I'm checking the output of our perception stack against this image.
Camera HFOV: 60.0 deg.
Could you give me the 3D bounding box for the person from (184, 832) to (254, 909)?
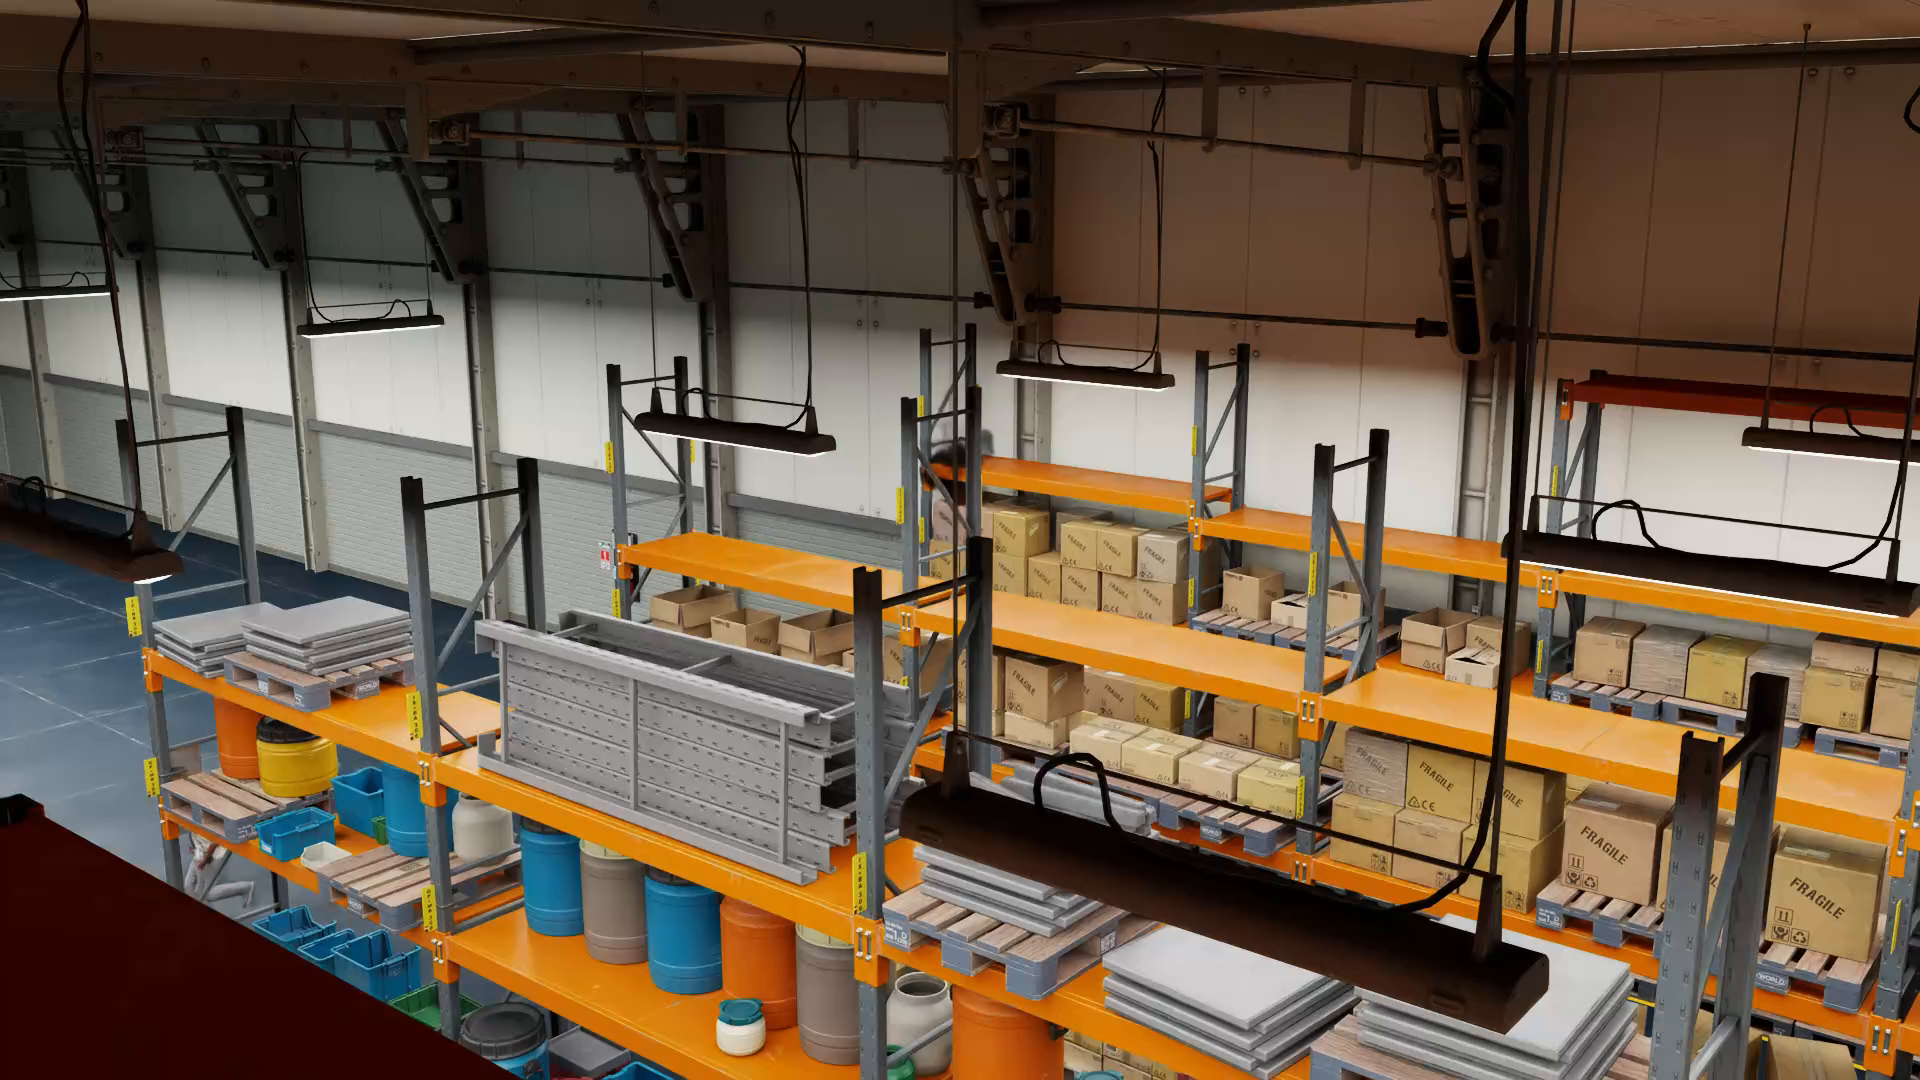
[{"bbox_3d":[-7.961,3.353,17.747,0.711,1.661,0.586,-6,14,-27],"label":"person"}]
